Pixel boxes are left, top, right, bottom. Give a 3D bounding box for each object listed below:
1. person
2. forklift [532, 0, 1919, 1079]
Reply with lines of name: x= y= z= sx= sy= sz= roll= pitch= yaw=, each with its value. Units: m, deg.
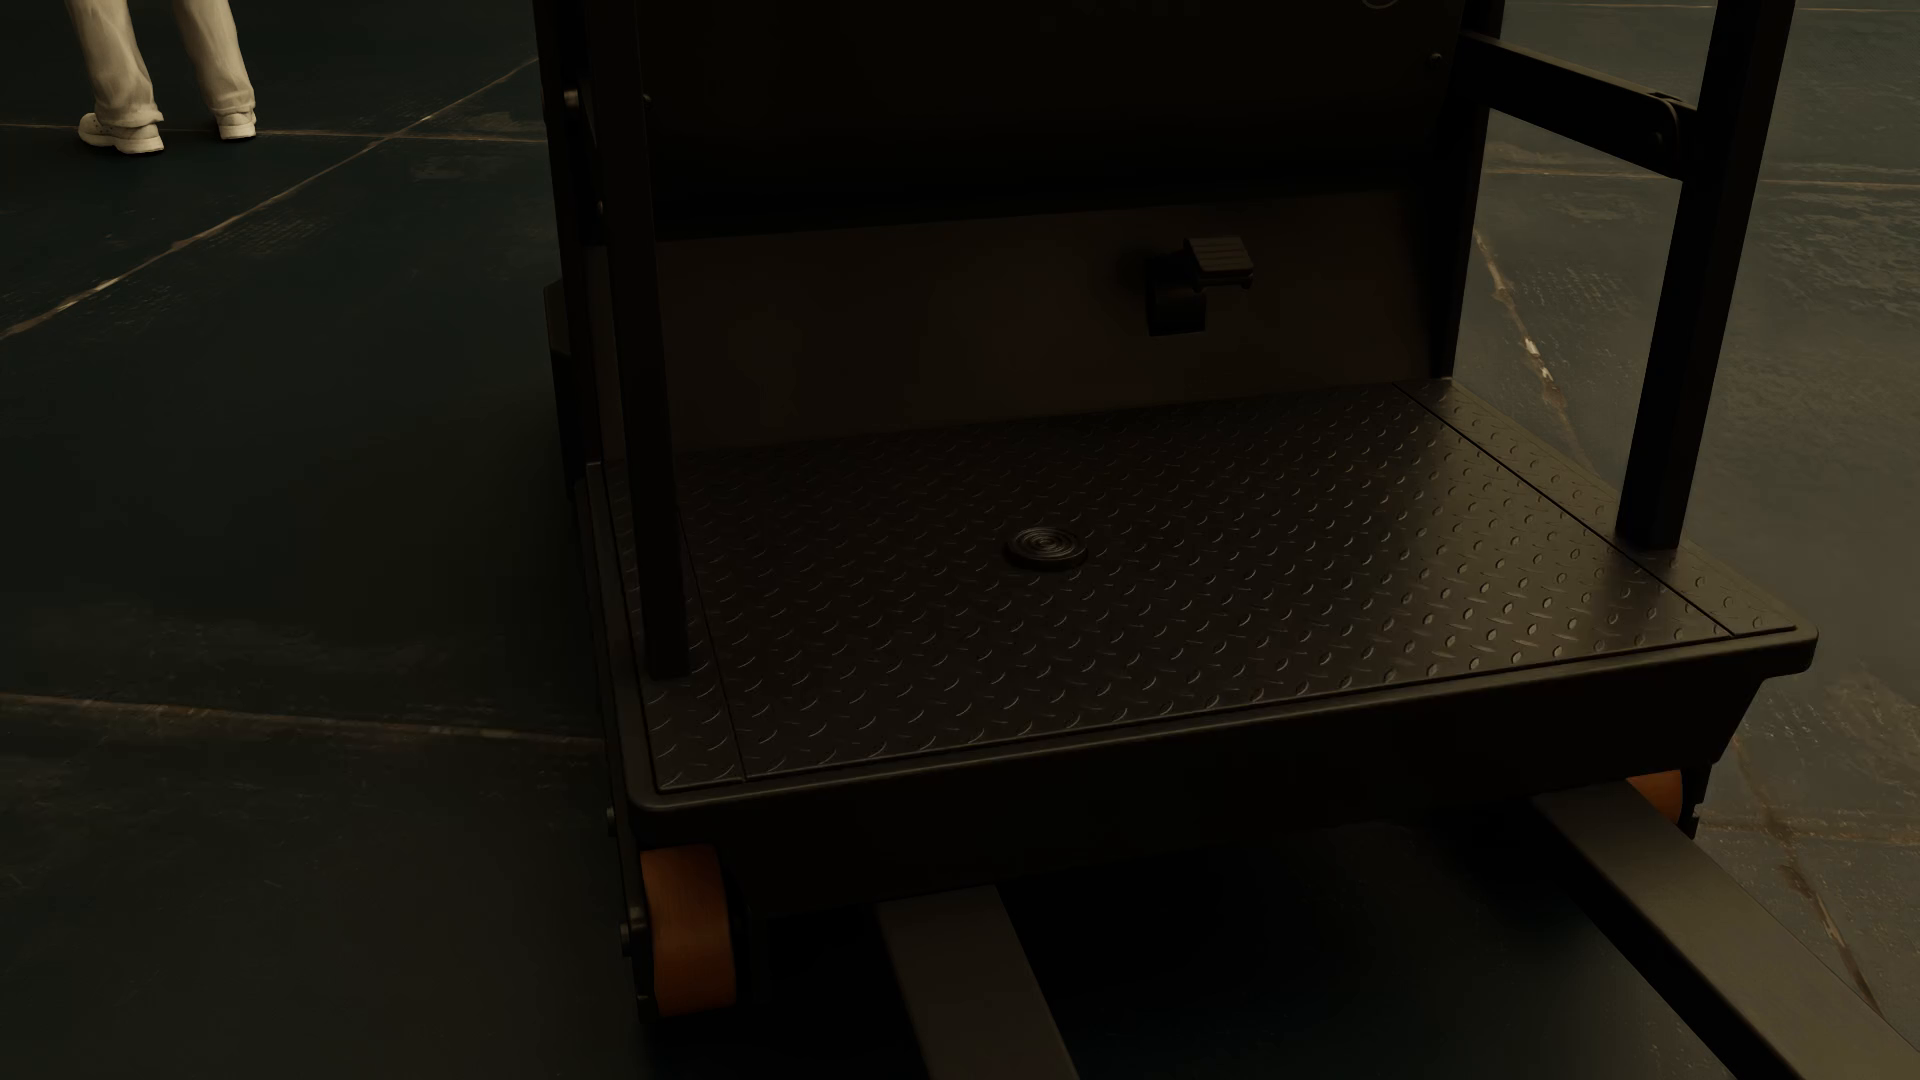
person: x=-2.297 y=-1.947 z=4.416 sx=0.641 sy=1.774 sz=0.431 roll=-23 pitch=34 yaw=-38
forklift: x=0.153 y=-1.049 z=1.319 sx=1.130 sy=2.935 sz=3.031 roll=-7 pitch=27 yaw=-13
